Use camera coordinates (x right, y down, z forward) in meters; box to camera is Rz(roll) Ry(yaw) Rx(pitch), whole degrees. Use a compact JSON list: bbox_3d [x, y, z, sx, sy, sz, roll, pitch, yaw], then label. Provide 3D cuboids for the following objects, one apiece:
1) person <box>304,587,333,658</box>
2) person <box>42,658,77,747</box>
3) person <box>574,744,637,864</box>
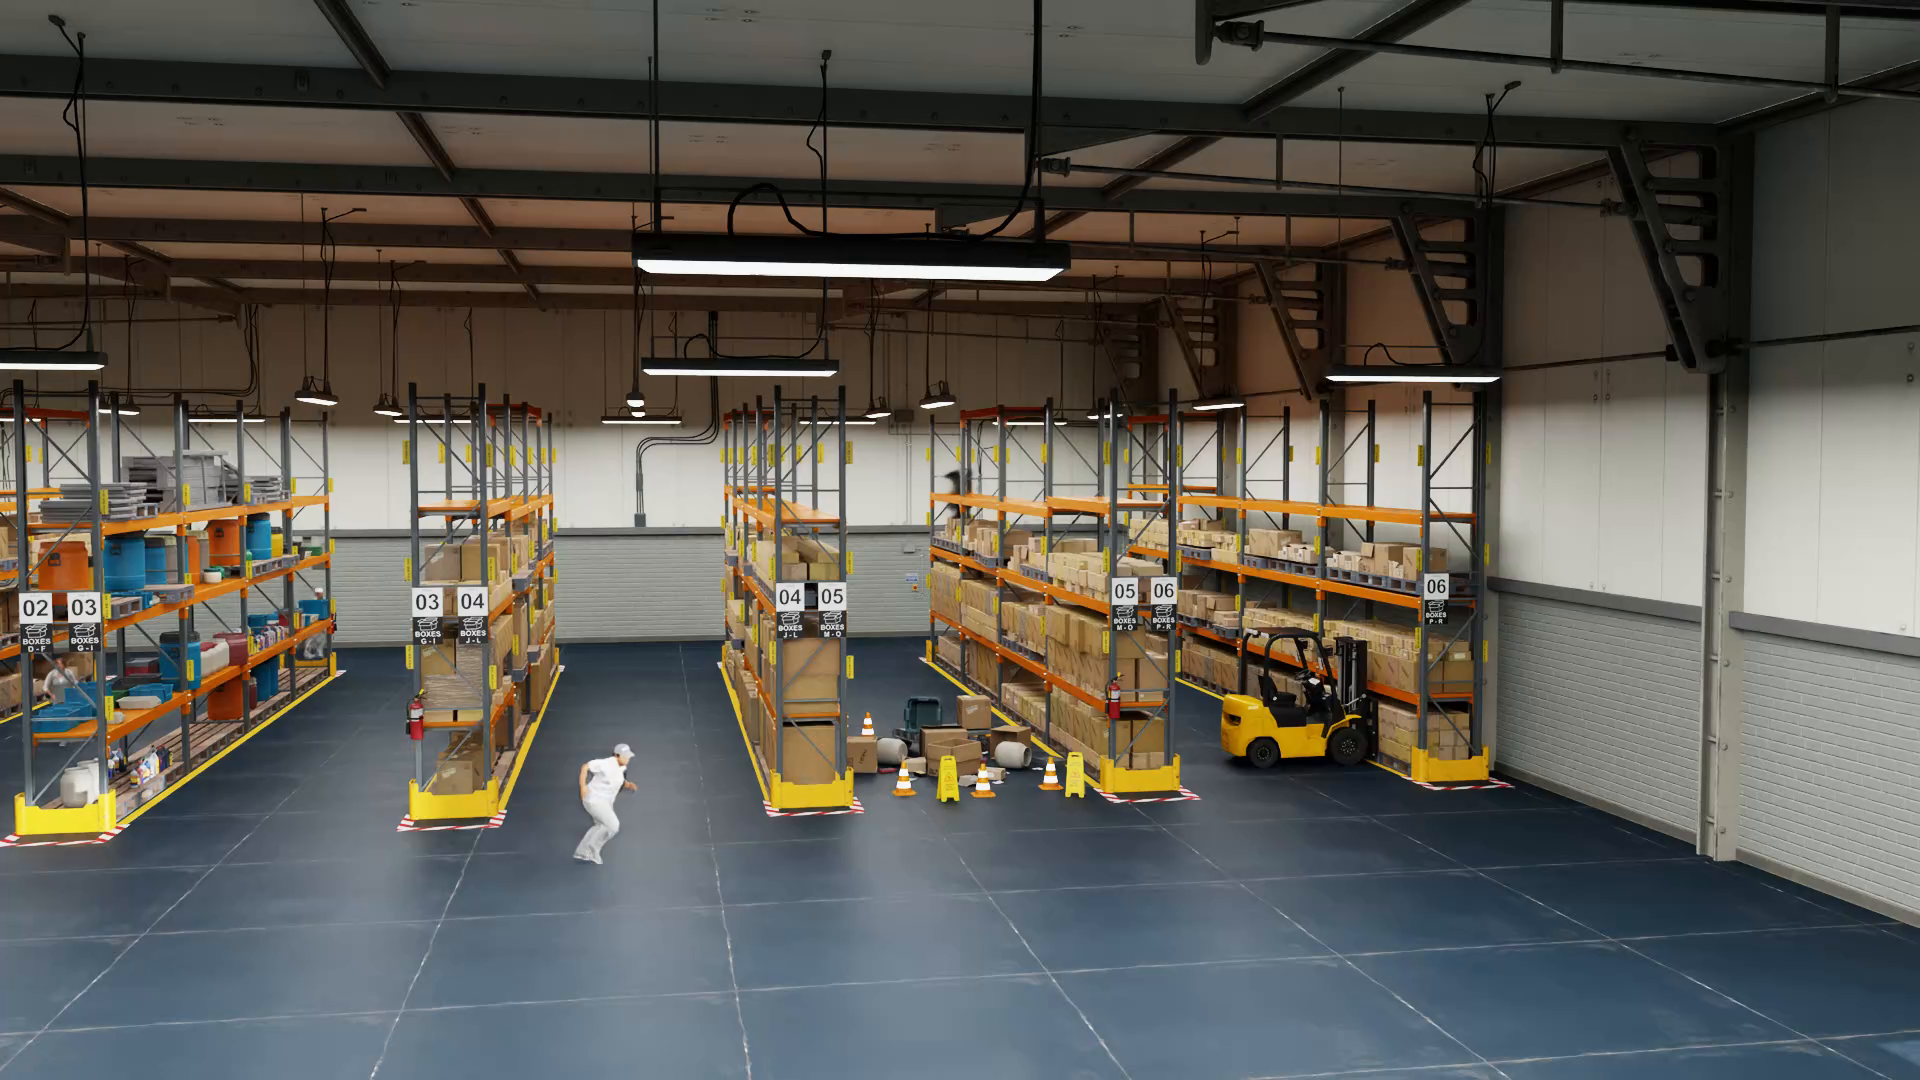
[{"bbox_3d":[-15.732,2.046,40.866,0.793,1.783,0.663,0,3,2],"label":"person"},{"bbox_3d":[-15.530,2.784,28.715,0.536,1.544,0.667,-1,3,-26],"label":"person"},{"bbox_3d":[-4.363,3.215,20.271,0.891,1.499,0.639,1,3,21],"label":"person"}]
